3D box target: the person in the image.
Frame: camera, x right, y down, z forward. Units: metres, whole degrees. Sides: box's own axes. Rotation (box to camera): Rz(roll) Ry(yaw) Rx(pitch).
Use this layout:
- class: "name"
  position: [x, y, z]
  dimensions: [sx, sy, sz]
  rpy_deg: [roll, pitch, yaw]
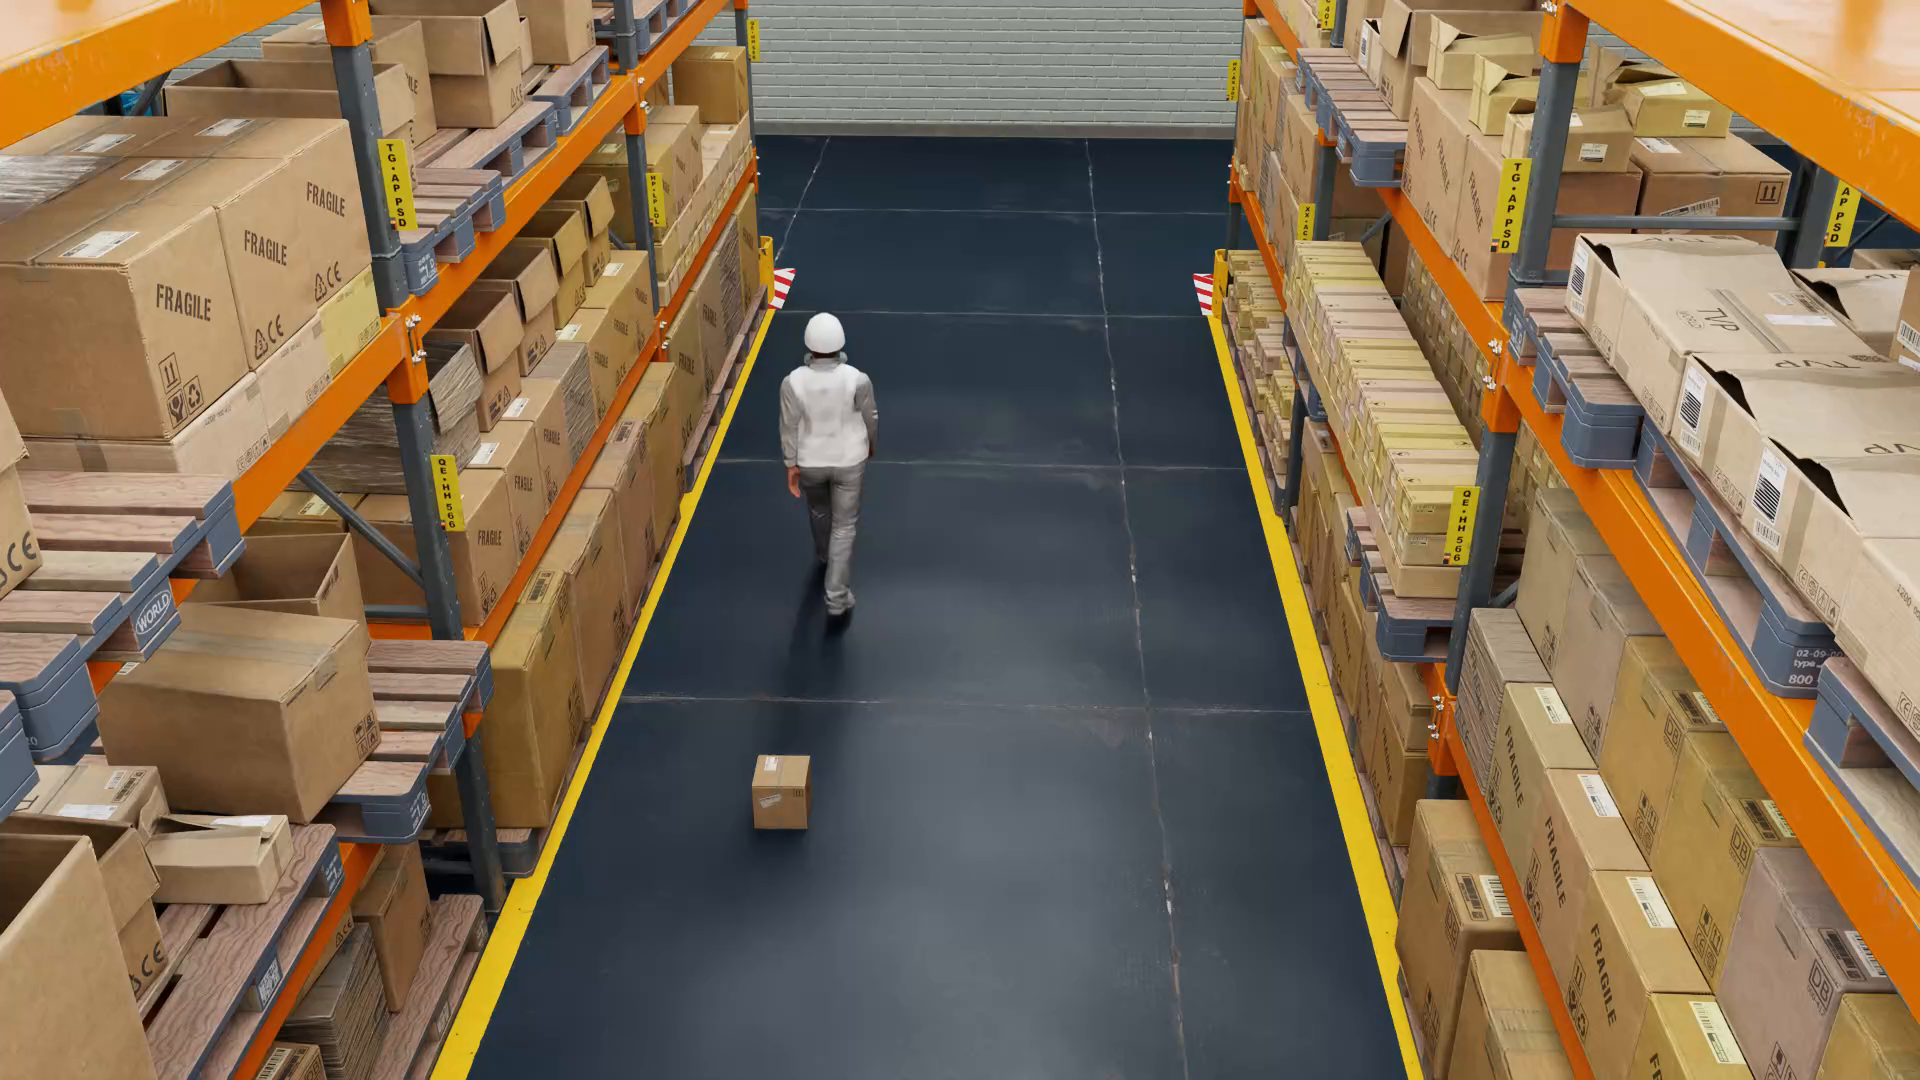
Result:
- class: "person"
  position: [-0.734, -0.500, 9.544]
  dimensions: [0.544, 1.725, 1.051]
  rpy_deg: [2, 28, 4]
